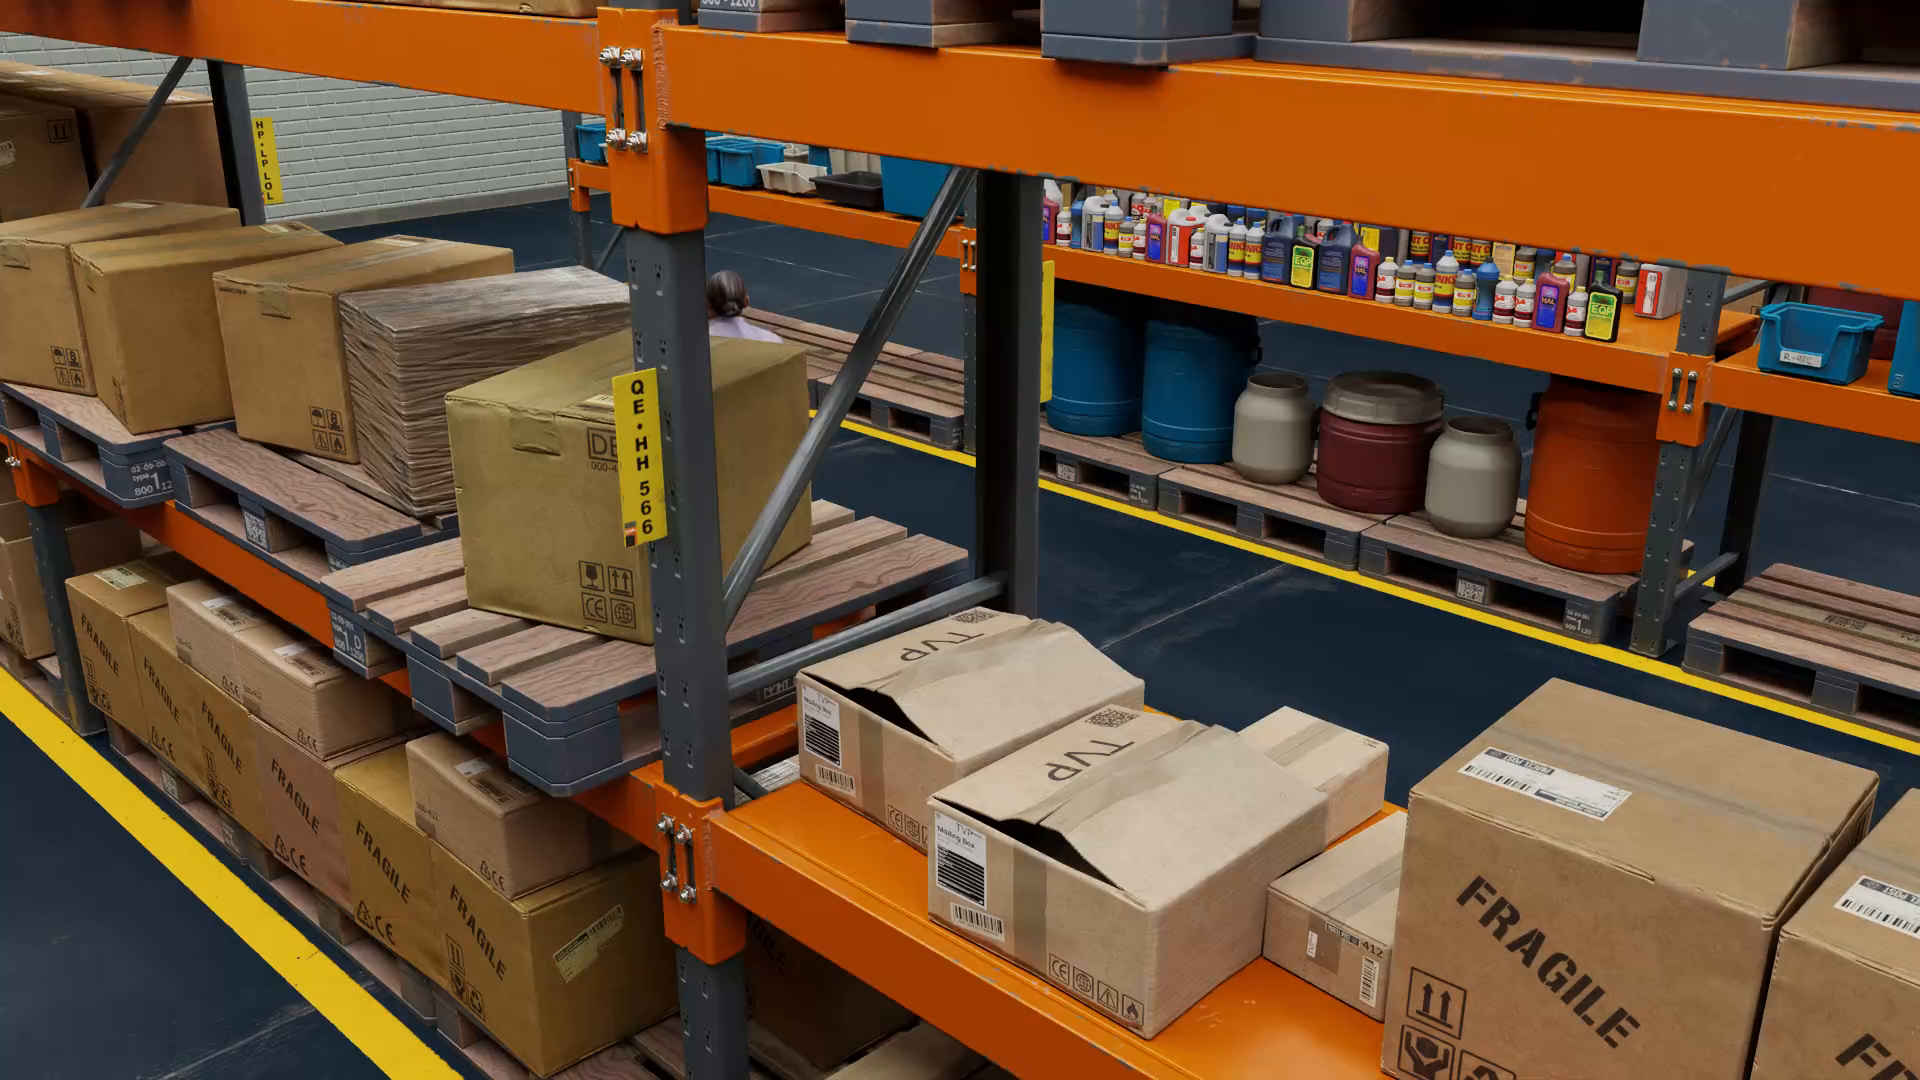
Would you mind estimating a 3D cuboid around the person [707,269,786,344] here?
[{"bbox_3d":[-0.945,-0.306,7.022,0.640,1.576,0.631,-5,21,-14],"label":"person"}]
